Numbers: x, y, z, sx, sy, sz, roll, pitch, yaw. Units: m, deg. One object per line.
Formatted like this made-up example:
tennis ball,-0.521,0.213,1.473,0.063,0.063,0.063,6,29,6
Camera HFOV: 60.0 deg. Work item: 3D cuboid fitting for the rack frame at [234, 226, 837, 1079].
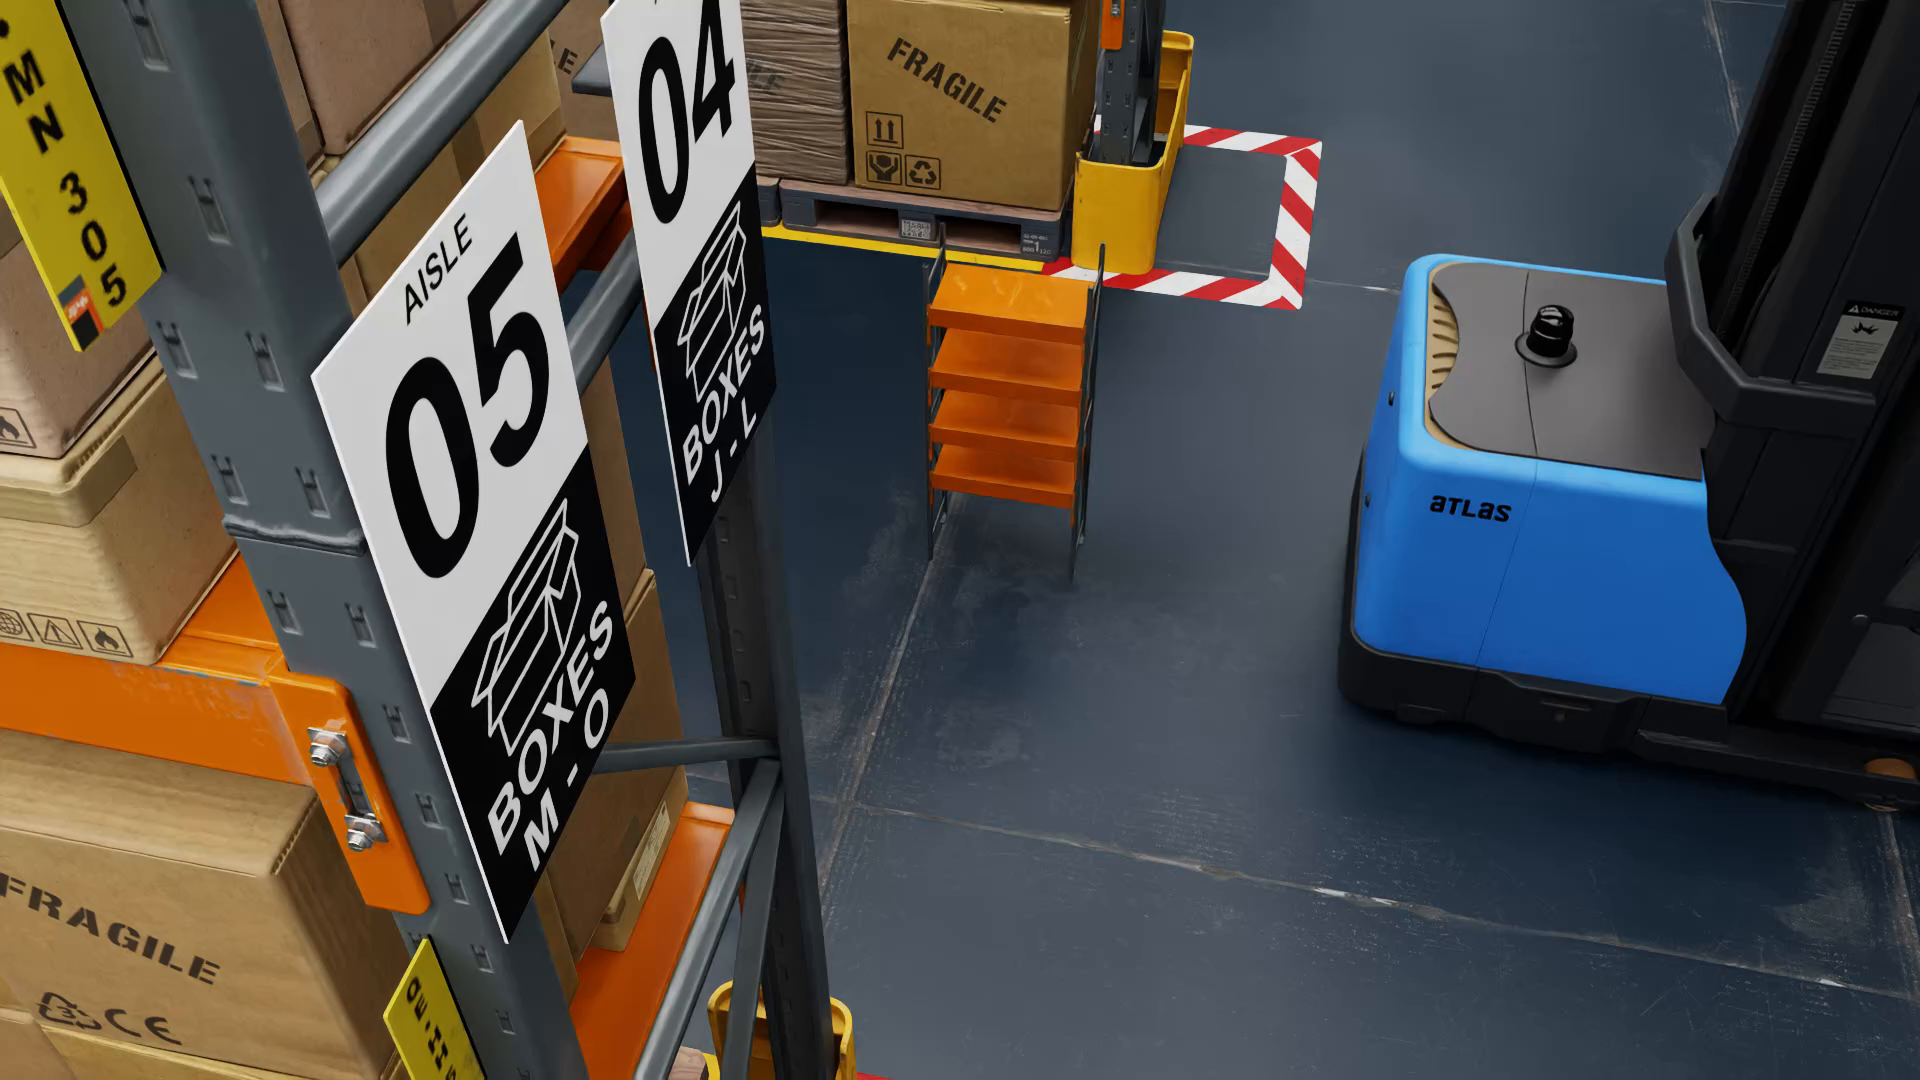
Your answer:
rack frame,-0.459,0.748,2.810,0.127,3.000,1.000,9,45,9

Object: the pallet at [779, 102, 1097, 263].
pallet,-0.075,-1.657,7.320,1.213,0.211,1.003,9,45,9

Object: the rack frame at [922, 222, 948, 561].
rack frame,-0.077,-0.444,5.346,0.015,1.200,0.240,9,45,9

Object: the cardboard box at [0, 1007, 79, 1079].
cardboard box,-1.455,0.629,2.647,0.500,0.500,0.500,8,45,8

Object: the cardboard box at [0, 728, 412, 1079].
cardboard box,-0.960,0.343,2.223,0.500,0.500,0.500,8,44,8

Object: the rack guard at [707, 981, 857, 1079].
rack guard,-0.533,1.637,3.689,0.348,0.500,1.175,9,45,9

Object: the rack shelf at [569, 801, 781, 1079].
rack shelf,-2.411,0.704,3.374,4.000,0.370,1.077,9,45,9

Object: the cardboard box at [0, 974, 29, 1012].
cardboard box,-1.454,0.266,2.303,0.500,0.500,0.500,7,44,8

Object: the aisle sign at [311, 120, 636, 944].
aisle sign,-0.453,0.025,1.686,0.004,0.787,0.394,9,45,9

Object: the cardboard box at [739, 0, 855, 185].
cardboard box,-0.807,-2.160,7.061,0.875,0.875,0.875,9,45,9

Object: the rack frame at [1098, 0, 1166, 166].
rack frame,0.723,-2.594,6.282,0.127,3.000,1.000,9,45,9

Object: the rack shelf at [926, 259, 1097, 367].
rack shelf,0.162,-0.690,5.035,0.480,0.148,0.258,9,45,9

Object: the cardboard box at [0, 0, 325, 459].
cardboard box,-0.964,-0.357,1.542,0.500,0.250,0.500,8,44,8

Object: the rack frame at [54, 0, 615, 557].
rack frame,-0.459,-1.414,0.730,0.127,3.000,1.000,9,45,9

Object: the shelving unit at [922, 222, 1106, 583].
shelving unit,0.162,-0.407,5.308,0.503,1.200,0.258,9,45,9

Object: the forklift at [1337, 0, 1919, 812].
forklift,2.751,-0.632,4.293,3.031,2.935,1.130,9,45,9

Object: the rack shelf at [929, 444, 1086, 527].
rack shelf,0.162,-0.216,5.492,0.480,0.148,0.258,9,45,9

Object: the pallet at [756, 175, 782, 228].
pallet,-1.262,-1.843,7.513,1.213,0.211,1.003,9,45,9

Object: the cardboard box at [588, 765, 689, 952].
cardboard box,-0.704,0.567,3.179,0.250,0.149,0.380,8,45,9

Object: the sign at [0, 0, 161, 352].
sign,-0.600,-0.280,1.076,0.005,0.325,0.100,9,45,9

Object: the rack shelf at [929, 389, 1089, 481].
rack shelf,0.162,-0.359,5.355,0.480,0.148,0.258,9,45,9

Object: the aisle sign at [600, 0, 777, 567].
aisle sign,-0.322,-0.381,2.108,0.004,0.787,0.394,9,45,9

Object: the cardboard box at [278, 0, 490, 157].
cardboard box,-0.840,-0.703,1.902,0.500,0.250,0.500,9,45,10

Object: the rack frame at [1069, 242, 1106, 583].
rack frame,0.400,-0.370,5.269,0.015,1.200,0.240,9,45,9

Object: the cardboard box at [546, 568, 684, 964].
cardboard box,-0.837,0.349,2.937,0.500,0.500,0.500,11,45,11

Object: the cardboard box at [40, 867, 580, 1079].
cardboard box,-0.954,0.710,2.562,0.500,0.500,0.500,10,45,10

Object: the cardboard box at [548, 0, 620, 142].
cardboard box,-1.676,-2.295,7.201,0.875,0.875,0.875,9,45,9

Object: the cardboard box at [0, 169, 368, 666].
cardboard box,-0.961,-0.169,1.708,0.500,0.250,0.500,8,44,8

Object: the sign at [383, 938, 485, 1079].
sign,-0.600,0.589,1.912,0.005,0.325,0.100,9,45,9

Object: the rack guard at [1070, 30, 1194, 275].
rack guard,0.746,-1.690,7.145,0.348,0.500,1.175,9,45,9

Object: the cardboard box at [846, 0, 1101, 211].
cardboard box,0.081,-2.022,6.917,0.875,0.875,0.875,9,45,9

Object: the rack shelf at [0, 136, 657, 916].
rack shelf,-2.411,-0.377,2.334,4.000,0.370,1.077,9,45,9

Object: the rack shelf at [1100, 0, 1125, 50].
rack shelf,-1.229,-2.637,6.846,4.000,0.370,1.077,9,45,9

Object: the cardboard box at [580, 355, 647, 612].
cardboard box,-0.839,-0.004,2.583,0.500,0.500,0.500,9,45,9

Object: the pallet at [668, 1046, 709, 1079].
pallet,-1.318,1.594,3.942,1.213,0.211,1.003,9,45,9

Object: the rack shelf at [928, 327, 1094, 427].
rack shelf,0.162,-0.520,5.199,0.480,0.148,0.258,9,45,9

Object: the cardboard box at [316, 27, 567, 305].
cardboard box,-0.841,-0.520,2.072,0.500,0.250,0.500,10,45,11
